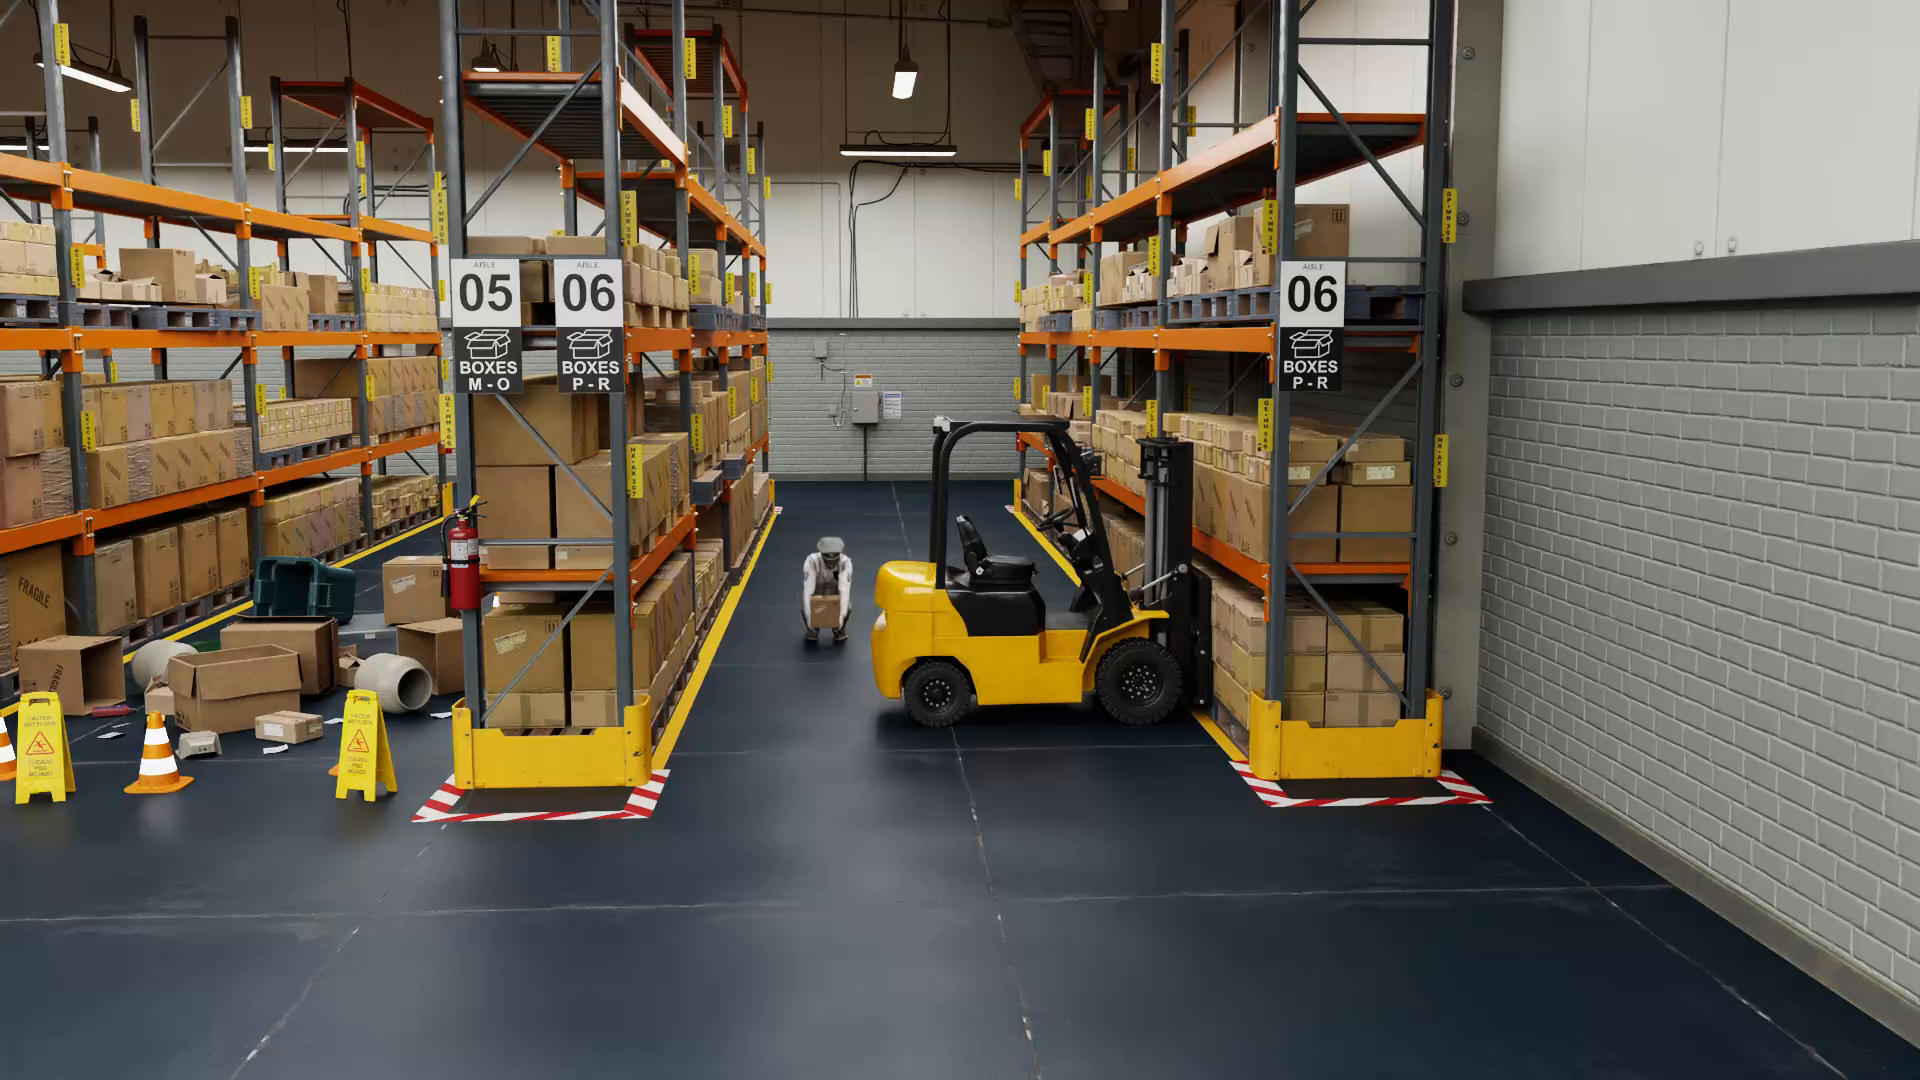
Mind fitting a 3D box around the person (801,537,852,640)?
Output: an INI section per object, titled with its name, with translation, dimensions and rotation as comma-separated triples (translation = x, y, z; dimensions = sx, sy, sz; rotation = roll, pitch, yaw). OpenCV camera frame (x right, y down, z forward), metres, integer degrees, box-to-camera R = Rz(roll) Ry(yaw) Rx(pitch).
[person]
translation = -1.209, 0.440, 15.046
dimensions = 0.468, 0.979, 0.837
rotation = -1, 7, -5
